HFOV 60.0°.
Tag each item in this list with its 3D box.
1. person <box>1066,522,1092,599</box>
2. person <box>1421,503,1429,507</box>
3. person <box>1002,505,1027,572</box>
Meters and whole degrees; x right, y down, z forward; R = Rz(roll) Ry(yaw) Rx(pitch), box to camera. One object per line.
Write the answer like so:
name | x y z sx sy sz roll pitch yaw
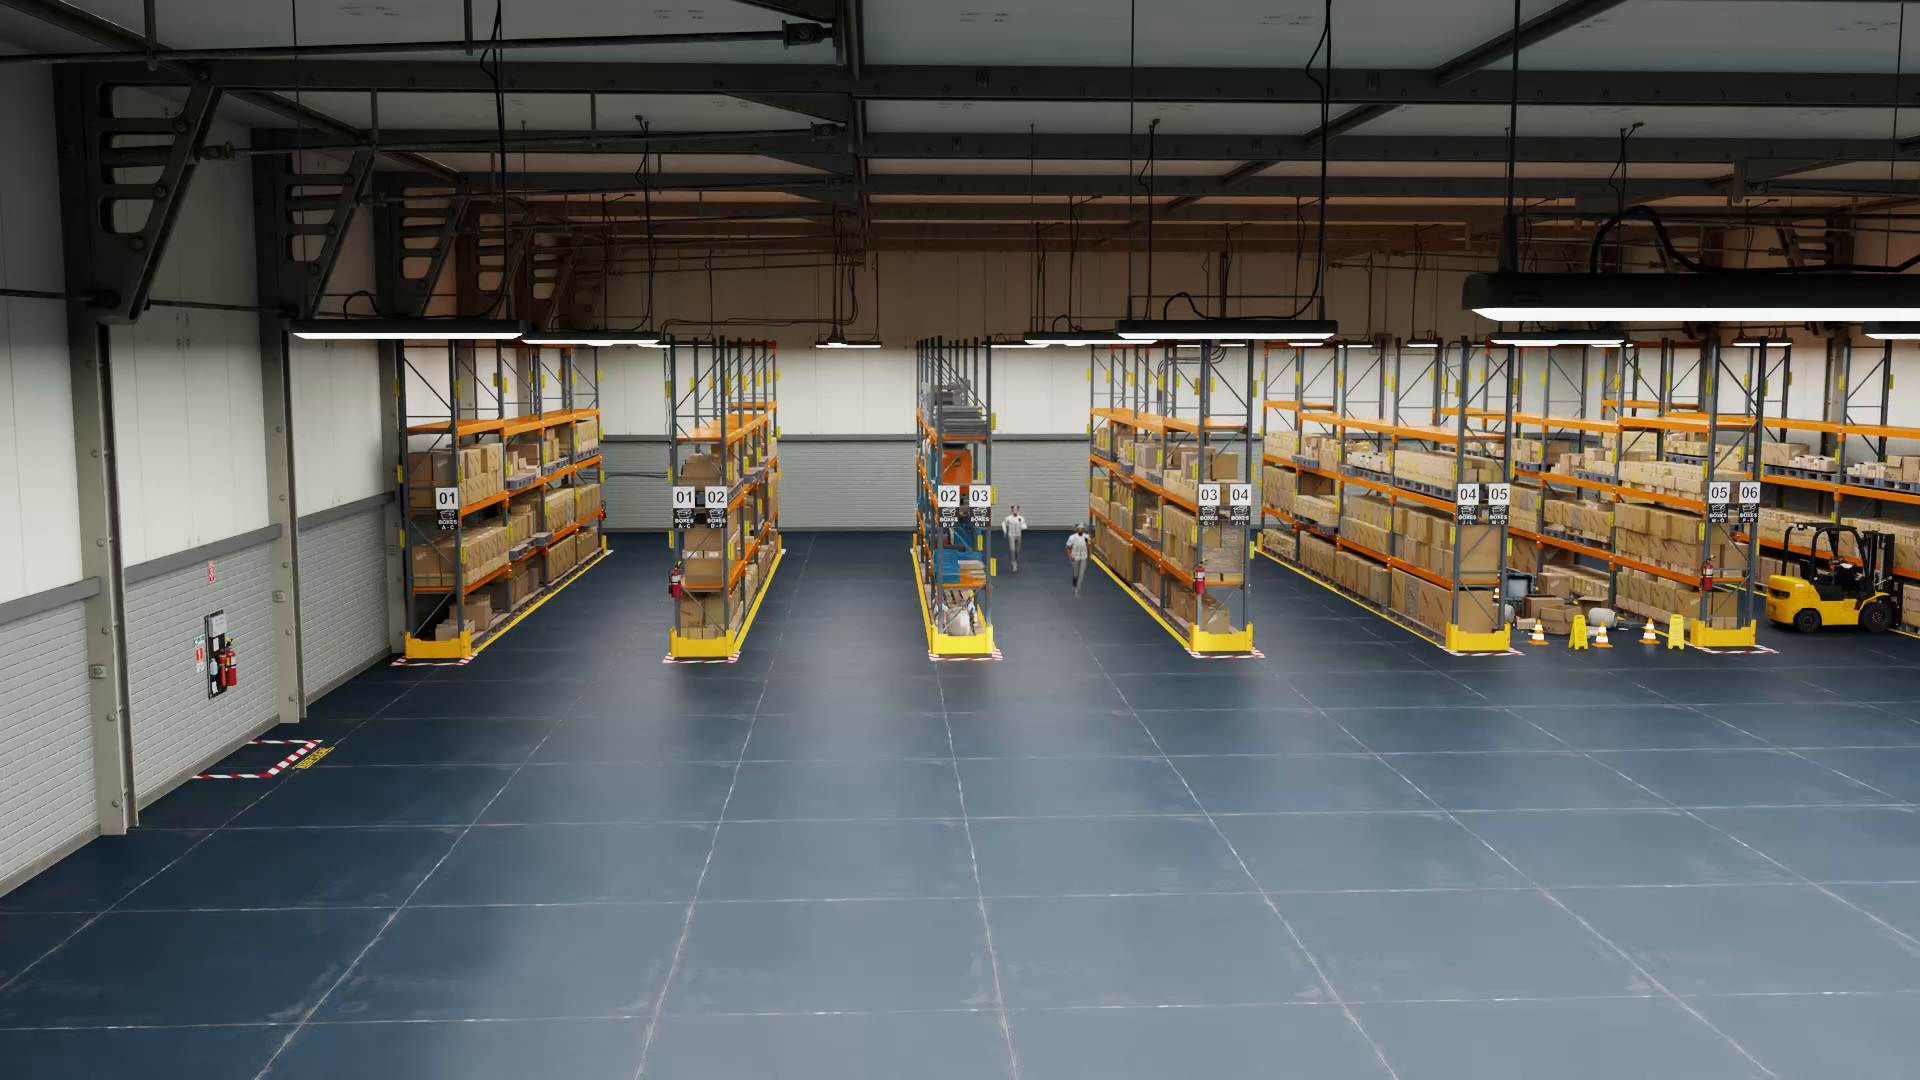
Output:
person | 2.652 0.428 36.897 0.599 1.682 0.624 -1 7 -8
person | 13.993 -0.790 49.510 0.999 1.718 0.720 3 7 25
person | 1.439 -0.069 43.423 0.604 1.705 0.896 -1 7 -10
